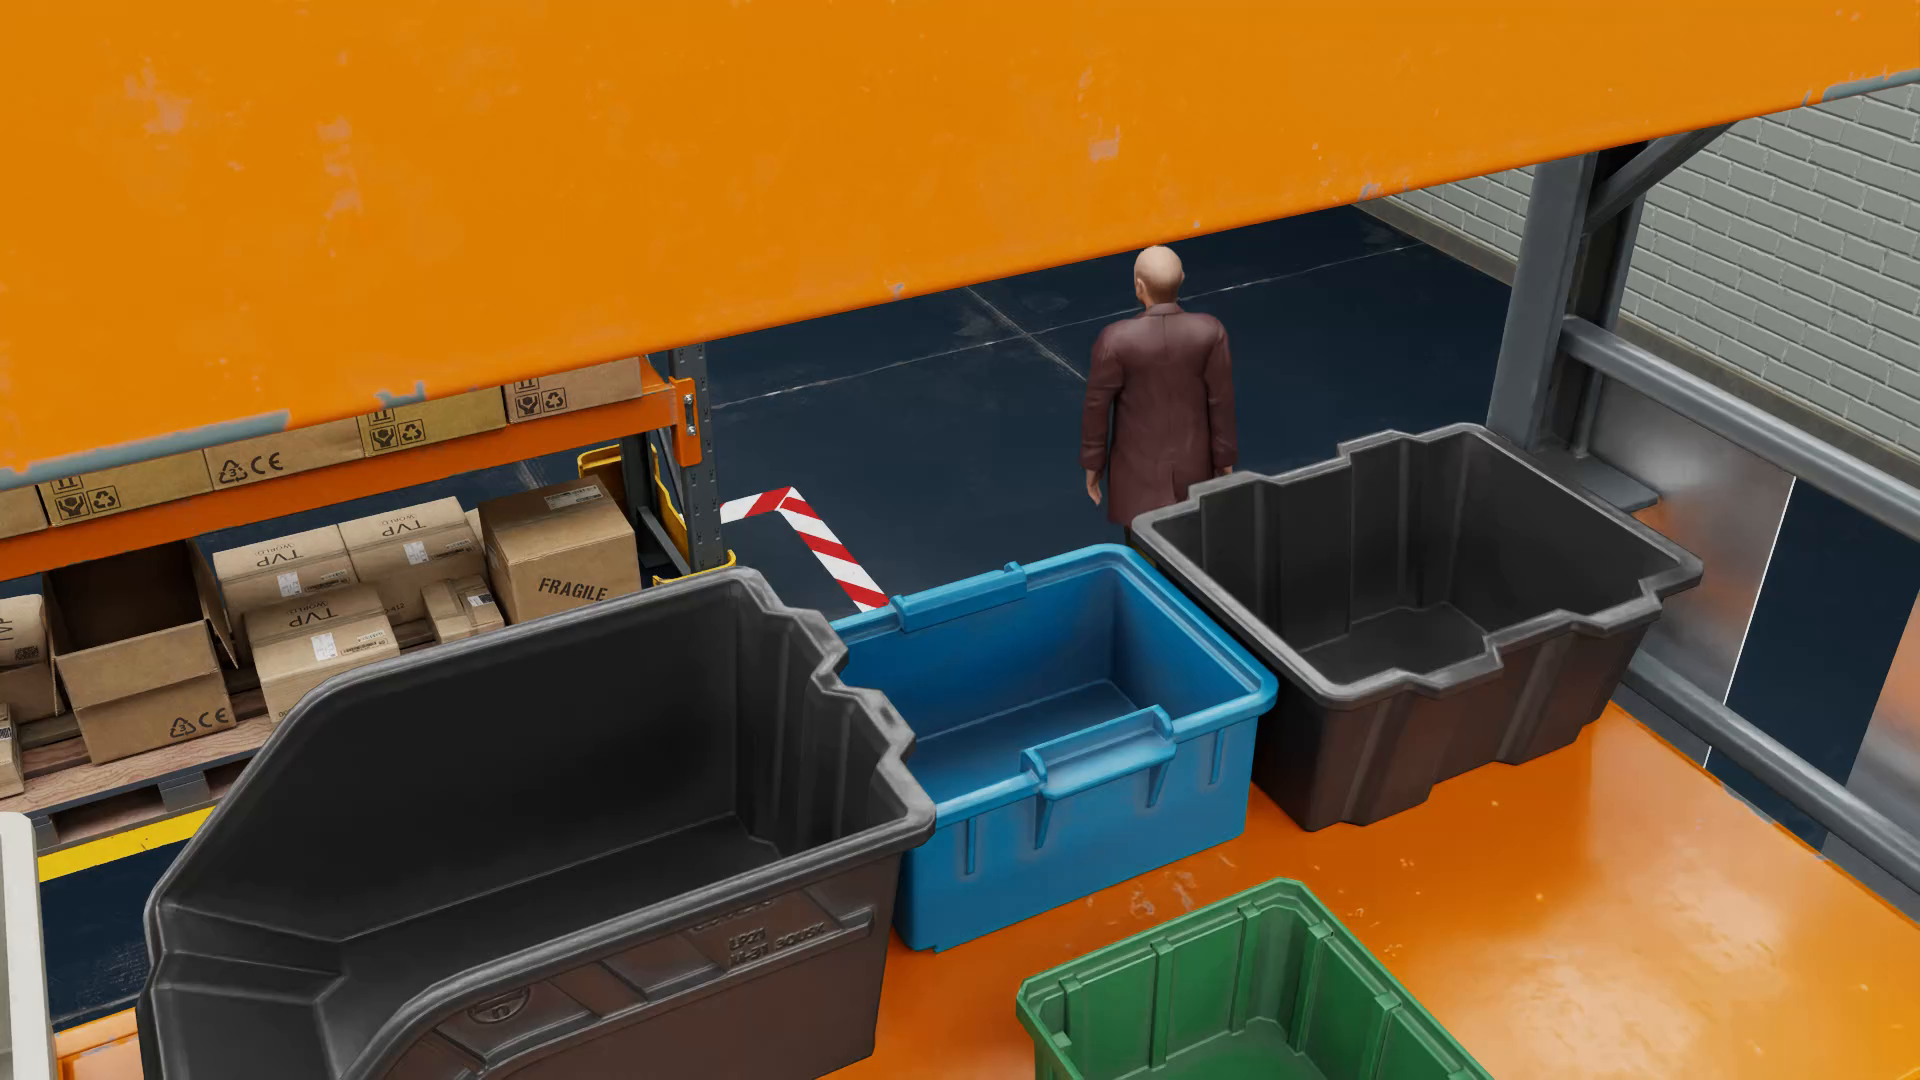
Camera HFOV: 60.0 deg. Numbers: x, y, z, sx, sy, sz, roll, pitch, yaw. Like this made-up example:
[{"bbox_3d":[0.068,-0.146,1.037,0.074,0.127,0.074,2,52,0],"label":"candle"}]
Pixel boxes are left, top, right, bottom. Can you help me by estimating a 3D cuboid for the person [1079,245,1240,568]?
[{"bbox_3d":[0.791,-0.332,6.685,0.639,1.758,0.904,-5,33,-8],"label":"person"}]
